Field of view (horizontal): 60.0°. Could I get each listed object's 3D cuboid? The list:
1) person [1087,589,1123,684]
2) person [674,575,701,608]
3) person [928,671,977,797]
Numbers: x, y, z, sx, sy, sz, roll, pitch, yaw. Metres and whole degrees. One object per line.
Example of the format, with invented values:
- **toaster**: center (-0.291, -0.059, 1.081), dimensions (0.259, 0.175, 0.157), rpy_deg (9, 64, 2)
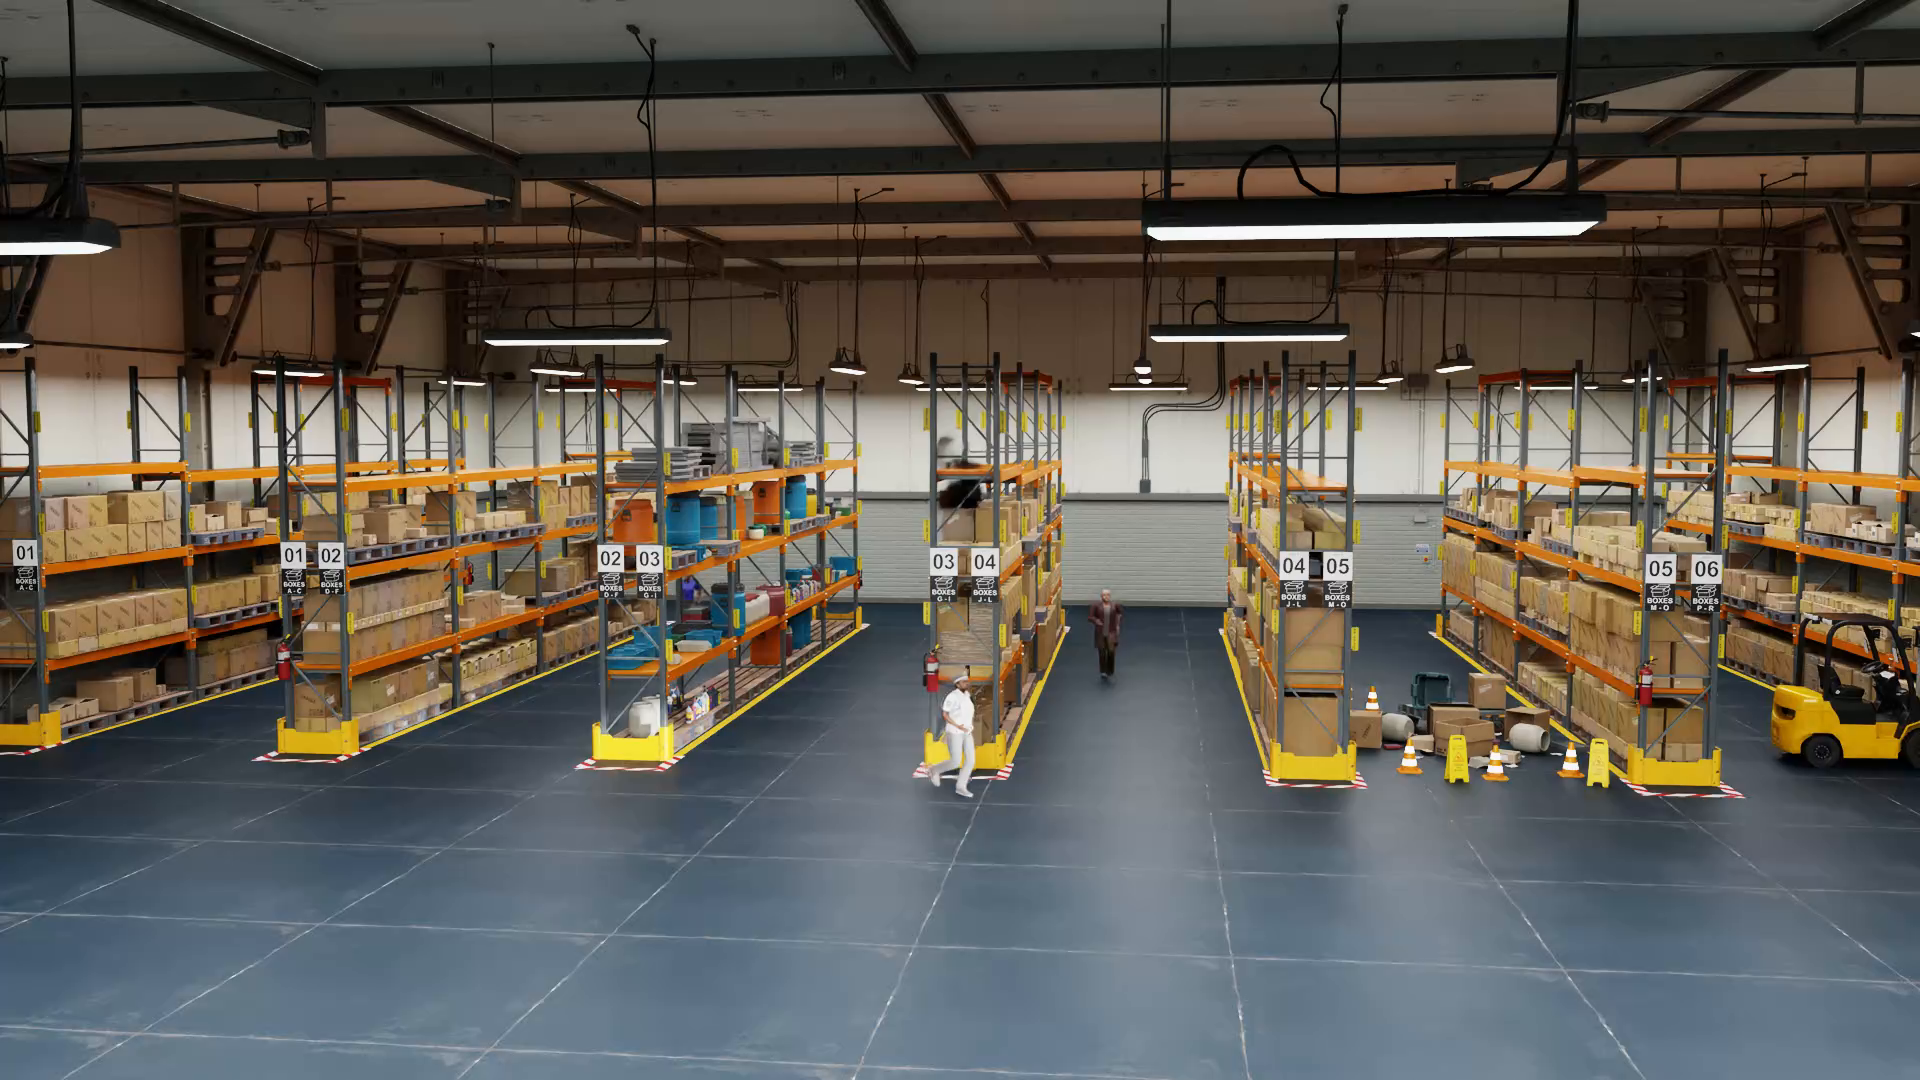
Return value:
- **person**: center (2.797, 1.865, 32.080), dimensions (0.686, 1.838, 0.826), rpy_deg (0, 4, 4)
- **person**: center (-6.165, 1.512, 37.578), dimensions (0.560, 1.649, 0.935), rpy_deg (0, 4, -4)
- **person**: center (-0.039, 2.591, 22.461), dimensions (0.715, 1.671, 0.601), rpy_deg (3, 5, 40)
